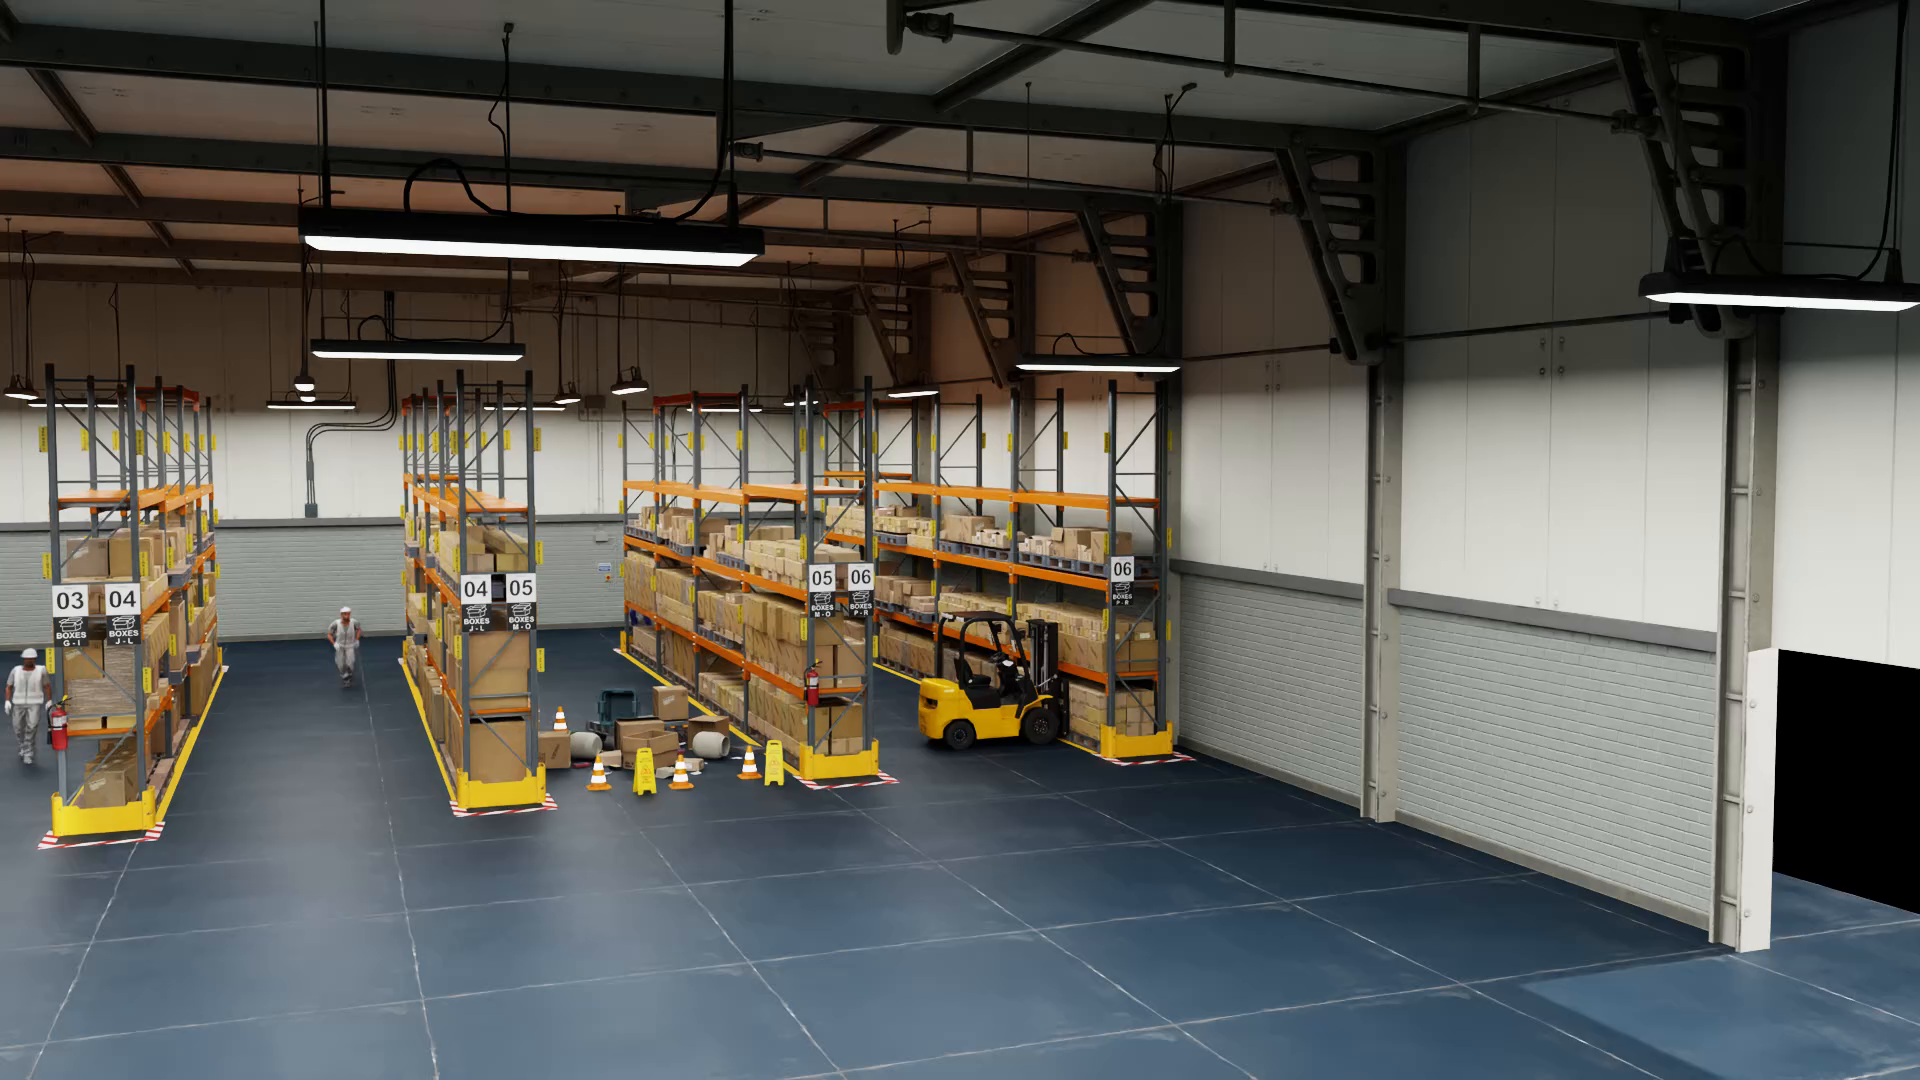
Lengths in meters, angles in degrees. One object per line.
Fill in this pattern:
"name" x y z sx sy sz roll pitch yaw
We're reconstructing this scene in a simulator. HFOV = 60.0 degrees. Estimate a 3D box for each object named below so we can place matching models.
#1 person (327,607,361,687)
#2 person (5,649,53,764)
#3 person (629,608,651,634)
"person" -12.554 2.184 33.906 0.624 1.685 0.626 -1 3 -13
"person" -14.687 2.615 26.229 0.647 1.811 0.661 -1 4 -23
"person" -8.414 1.659 43.770 0.552 1.701 0.532 3 4 37
